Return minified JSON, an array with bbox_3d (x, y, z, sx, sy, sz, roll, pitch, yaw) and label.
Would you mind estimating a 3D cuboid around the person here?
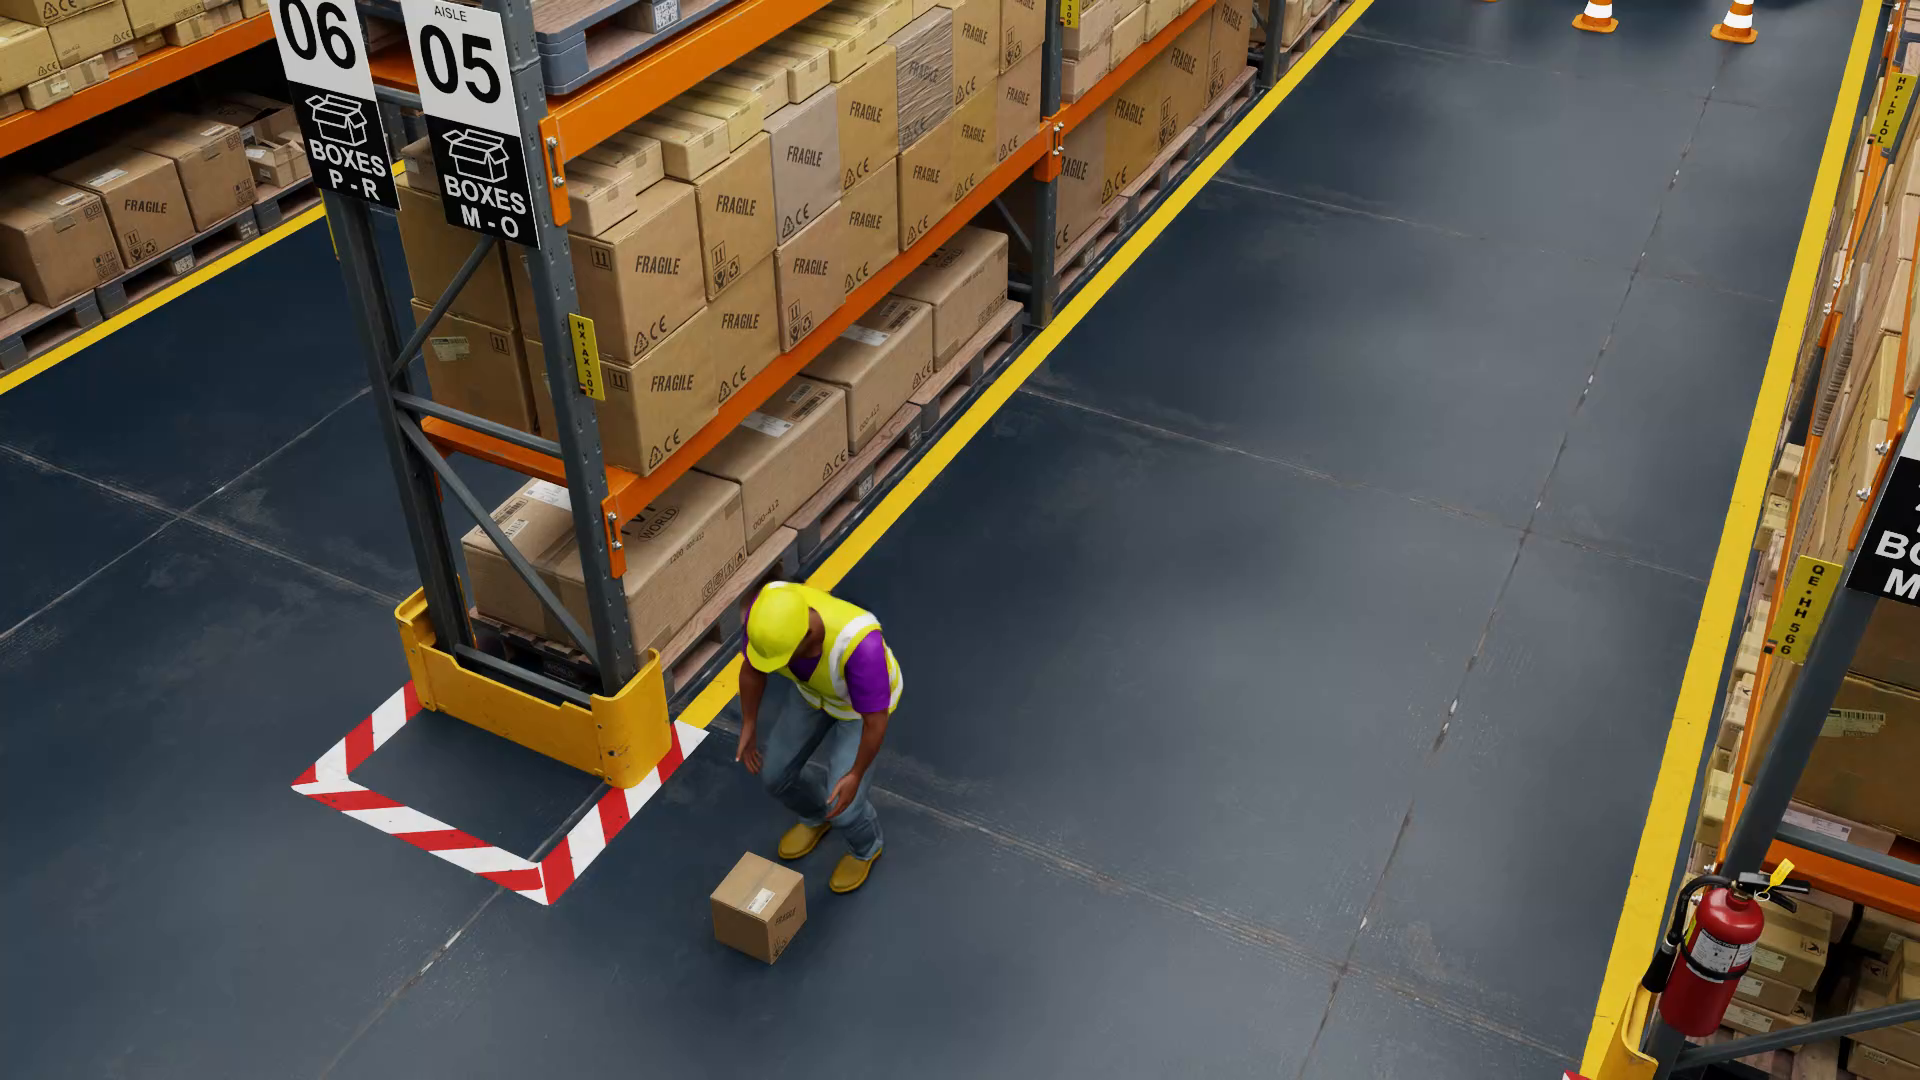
[{"bbox_3d":[-0.489,0.665,6.075,0.627,1.517,0.687,22,43,26],"label":"person"}]
